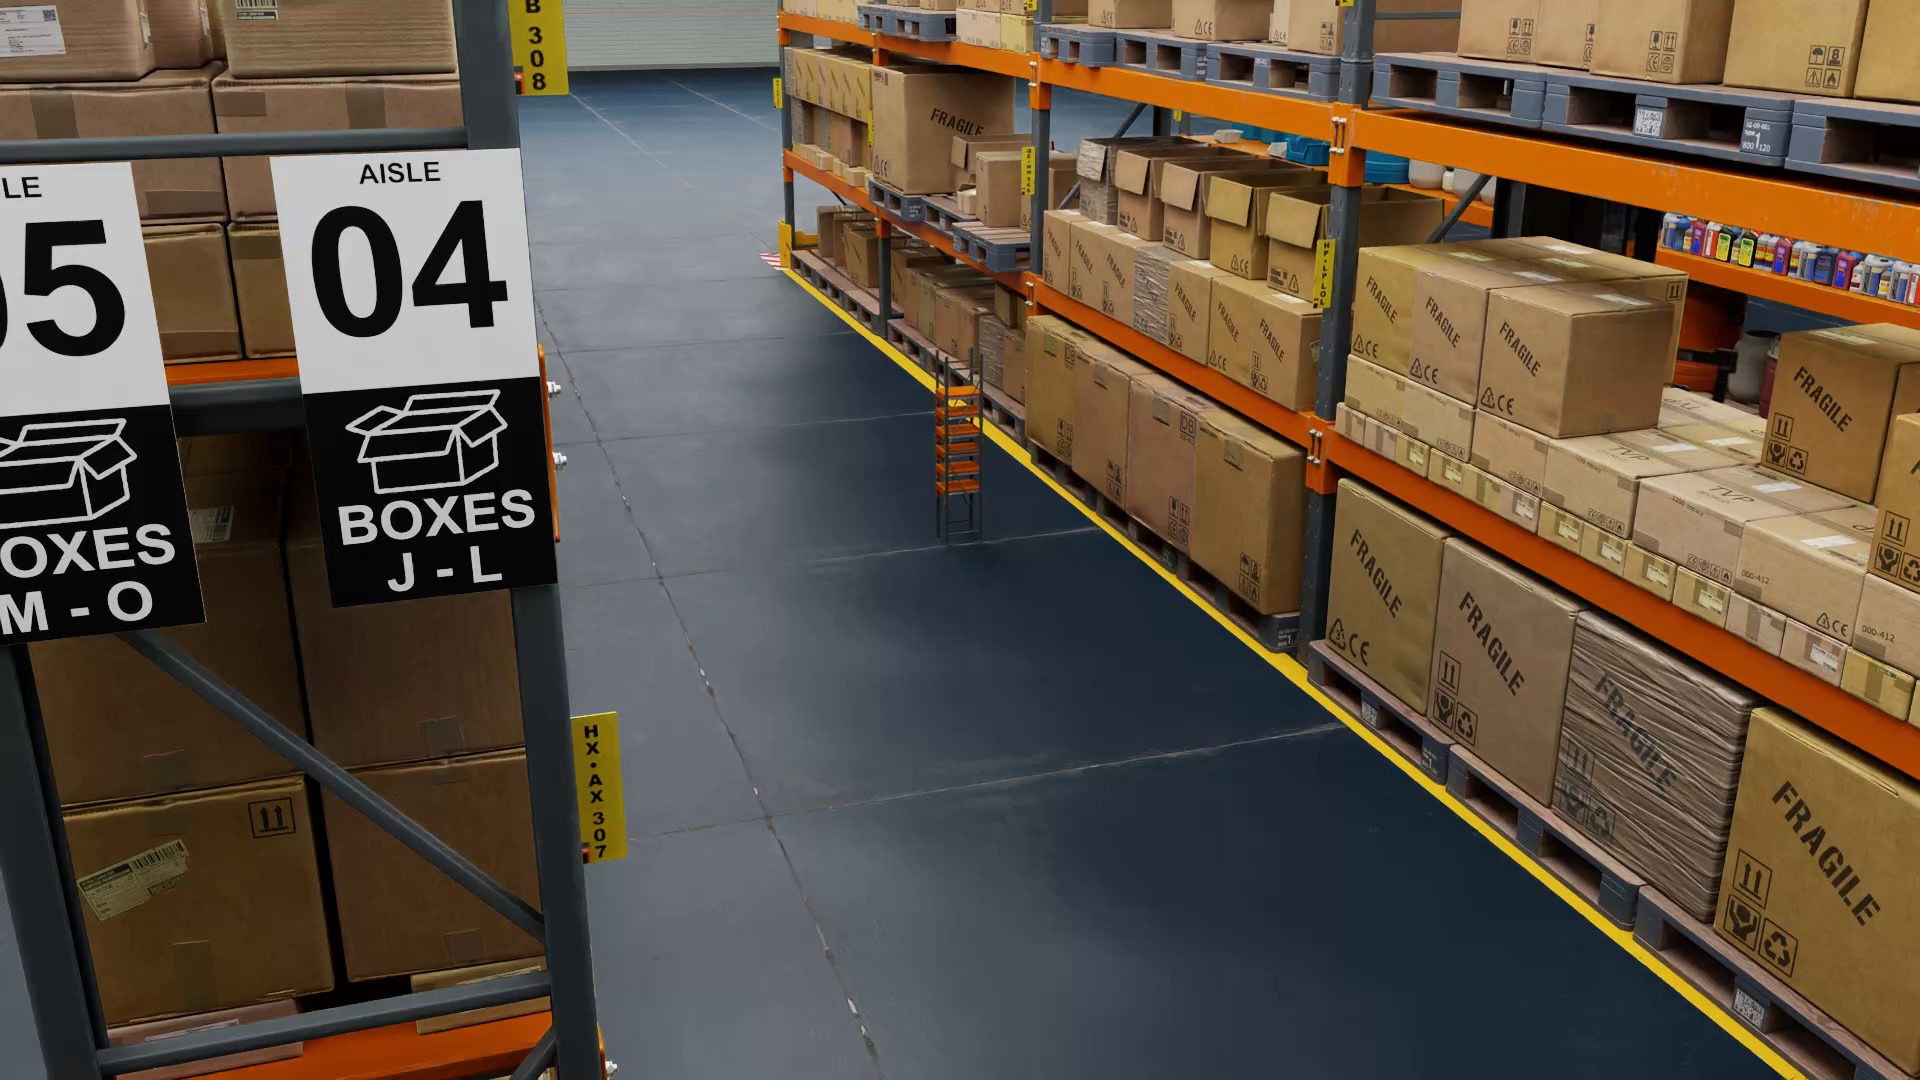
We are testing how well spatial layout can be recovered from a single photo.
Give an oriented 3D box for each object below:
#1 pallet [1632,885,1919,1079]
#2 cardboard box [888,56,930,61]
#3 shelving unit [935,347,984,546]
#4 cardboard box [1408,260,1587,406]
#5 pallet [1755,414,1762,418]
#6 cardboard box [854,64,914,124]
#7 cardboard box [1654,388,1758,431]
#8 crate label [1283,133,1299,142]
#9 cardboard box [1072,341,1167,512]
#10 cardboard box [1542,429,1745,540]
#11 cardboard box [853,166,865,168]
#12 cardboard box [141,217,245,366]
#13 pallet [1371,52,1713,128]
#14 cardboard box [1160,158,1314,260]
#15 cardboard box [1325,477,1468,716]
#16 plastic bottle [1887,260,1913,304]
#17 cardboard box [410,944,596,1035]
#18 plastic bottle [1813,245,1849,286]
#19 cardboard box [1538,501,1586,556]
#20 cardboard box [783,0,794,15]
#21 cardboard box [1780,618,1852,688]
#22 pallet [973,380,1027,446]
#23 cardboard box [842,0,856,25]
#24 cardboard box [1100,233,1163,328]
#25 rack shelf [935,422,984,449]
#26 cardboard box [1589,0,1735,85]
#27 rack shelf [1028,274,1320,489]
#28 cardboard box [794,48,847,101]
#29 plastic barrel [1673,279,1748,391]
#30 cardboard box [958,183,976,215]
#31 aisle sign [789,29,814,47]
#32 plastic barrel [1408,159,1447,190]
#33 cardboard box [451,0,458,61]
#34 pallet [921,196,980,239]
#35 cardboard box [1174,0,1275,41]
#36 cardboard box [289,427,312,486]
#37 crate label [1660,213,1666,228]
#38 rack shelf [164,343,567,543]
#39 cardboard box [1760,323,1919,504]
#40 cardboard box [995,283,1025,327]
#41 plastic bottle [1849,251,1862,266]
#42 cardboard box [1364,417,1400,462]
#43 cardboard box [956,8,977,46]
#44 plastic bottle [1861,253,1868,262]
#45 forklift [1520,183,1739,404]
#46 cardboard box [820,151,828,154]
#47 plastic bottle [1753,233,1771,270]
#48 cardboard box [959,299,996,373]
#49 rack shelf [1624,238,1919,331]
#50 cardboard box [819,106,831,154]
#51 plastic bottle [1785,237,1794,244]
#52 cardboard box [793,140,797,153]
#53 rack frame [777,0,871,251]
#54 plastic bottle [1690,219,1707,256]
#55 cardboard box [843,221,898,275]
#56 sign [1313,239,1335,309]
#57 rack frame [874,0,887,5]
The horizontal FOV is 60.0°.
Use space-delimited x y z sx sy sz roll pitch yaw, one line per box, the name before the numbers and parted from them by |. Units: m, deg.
pallet | 3.176 1.532 5.840 1.003 0.211 1.213 -6 21 -17
cardboard box | -0.486 -4.533 16.533 0.500 0.500 0.500 -6 21 -17
shelving unit | -0.005 -0.569 10.227 0.258 1.200 0.189 -6 21 -17
cardboard box | 2.300 -0.899 7.154 0.500 0.500 0.500 -6 21 -17
pallet | 6.356 -0.674 11.981 1.003 0.211 1.213 -6 21 -17
cardboard box | -0.673 -4.156 15.483 0.500 0.500 0.500 -6 21 -17
cardboard box | 2.958 -0.442 6.992 0.500 0.250 0.500 -6 21 -16
crate label | 4.010 -4.648 18.867 0.502 0.435 0.616 -6 21 -17
cardboard box | 1.457 -0.787 10.692 1.225 0.875 0.875 -6 21 -17
cardboard box | 2.611 -0.222 6.379 0.500 0.250 0.500 -6 21 -17
cardboard box | -0.846 -3.633 16.467 0.380 0.149 0.250 -6 21 -17
cardboard box | -1.633 -0.497 3.147 0.500 0.250 0.500 -7 21 -18
pallet | 2.491 -1.922 7.025 1.003 0.211 1.213 -6 21 -17
cardboard box | 1.621 -1.959 9.800 0.797 0.503 0.637 -6 21 -15
cardboard box | 2.376 0.206 7.926 0.875 0.875 0.875 -6 21 -17
plastic bottle | 6.200 -1.698 10.891 0.152 0.276 0.135 -6 21 -17
cardboard box | -1.029 0.941 3.730 0.380 0.149 0.250 -7 21 -18
plastic bottle | 6.000 -1.933 11.433 0.144 0.351 0.185 -6 21 -17
cardboard box | 2.513 -0.068 6.539 0.380 0.149 0.250 -7 21 -19
cardboard box | -1.621 -5.826 17.984 0.500 0.250 0.500 -6 21 -16
cardboard box | 2.915 0.342 5.398 0.380 0.149 0.250 -6 21 -17
pallet | 0.743 -1.038 12.995 1.003 0.211 1.213 -6 21 -17
cardboard box | -0.816 -5.012 15.717 0.500 0.250 0.500 -6 21 -16
cardboard box | 1.210 -1.633 10.377 0.500 0.500 0.500 -7 21 -18
rack shelf | -0.005 -0.640 10.201 0.258 0.103 0.180 -6 21 -17
cardboard box | 2.742 -1.919 5.967 0.700 0.500 0.500 -5 20 -15
rack shelf | 1.616 -1.119 10.160 1.077 0.370 4.000 -6 21 -17
cardboard box | -1.463 -4.958 17.716 0.500 0.500 0.500 -6 21 -17
plastic barrel | 5.859 -1.647 13.154 0.600 0.830 0.708 -6 21 -17
cardboard box | 0.207 -2.741 13.187 0.396 0.266 0.258 -7 21 -19
aisle sign | -1.832 -5.879 18.500 0.394 0.787 0.004 -6 21 -17
plastic barrel | 4.524 -3.643 15.921 0.433 0.535 0.433 0 20 0
cardboard box | -1.188 -1.014 3.257 0.380 0.149 0.250 -6 20 -15
pallet | 0.326 -2.640 13.614 1.003 0.211 1.213 -6 21 -17
cardboard box | 1.649 -3.104 9.411 0.797 0.503 0.637 -7 21 -18
cardboard box | -1.293 -0.029 3.993 0.500 0.500 0.500 -6 21 -16
crate label | 5.912 -2.722 13.806 0.303 0.233 0.416 -6 21 -17
rack shelf | -1.867 -0.753 4.702 1.077 0.370 4.000 -6 21 -17
cardboard box | 3.281 -0.464 5.942 0.500 0.500 0.500 -7 21 -19
cardboard box | 0.572 -1.864 13.107 0.500 0.250 0.500 -4 20 -11
plastic bottle | 6.080 -1.854 11.332 0.097 0.271 0.097 0 20 0
cardboard box | 2.104 -0.483 7.697 0.380 0.149 0.250 -7 21 -19
cardboard box | 0.281 -3.887 12.584 0.500 0.250 0.500 -6 21 -16
plastic bottle | 6.502 -2.045 11.846 0.061 0.283 0.133 -6 21 -17
forklift | 3.814 -1.093 9.125 3.031 2.935 1.130 15 24 35
cardboard box | -1.265 -4.032 17.575 0.380 0.149 0.250 -6 21 -17
plastic bottle | 5.788 -2.087 11.979 0.097 0.271 0.097 0 20 0
cardboard box | 0.386 -1.701 13.762 0.700 0.500 0.500 -5 20 -13
rack shelf | 6.318 -1.646 11.625 1.077 0.370 4.000 -6 21 -17
cardboard box | -0.993 -4.362 17.535 0.875 0.500 0.500 -6 21 -17
plastic bottle | 6.343 -2.304 12.687 0.097 0.201 0.097 0 20 0
cardboard box | -1.664 -4.432 18.690 0.380 0.149 0.250 -6 21 -17
rack frame | -1.527 -4.667 18.973 1.000 3.000 0.127 -6 21 -17
plastic bottle | 5.578 -2.288 12.521 0.061 0.283 0.133 -6 21 -17
cardboard box | -0.948 -3.095 17.672 0.500 0.500 0.500 -4 20 -12
sign | 1.732 -1.263 7.900 0.100 0.325 0.005 -6 21 -17
rack frame | -0.270 -6.207 14.385 1.000 3.000 0.127 -6 21 -17
